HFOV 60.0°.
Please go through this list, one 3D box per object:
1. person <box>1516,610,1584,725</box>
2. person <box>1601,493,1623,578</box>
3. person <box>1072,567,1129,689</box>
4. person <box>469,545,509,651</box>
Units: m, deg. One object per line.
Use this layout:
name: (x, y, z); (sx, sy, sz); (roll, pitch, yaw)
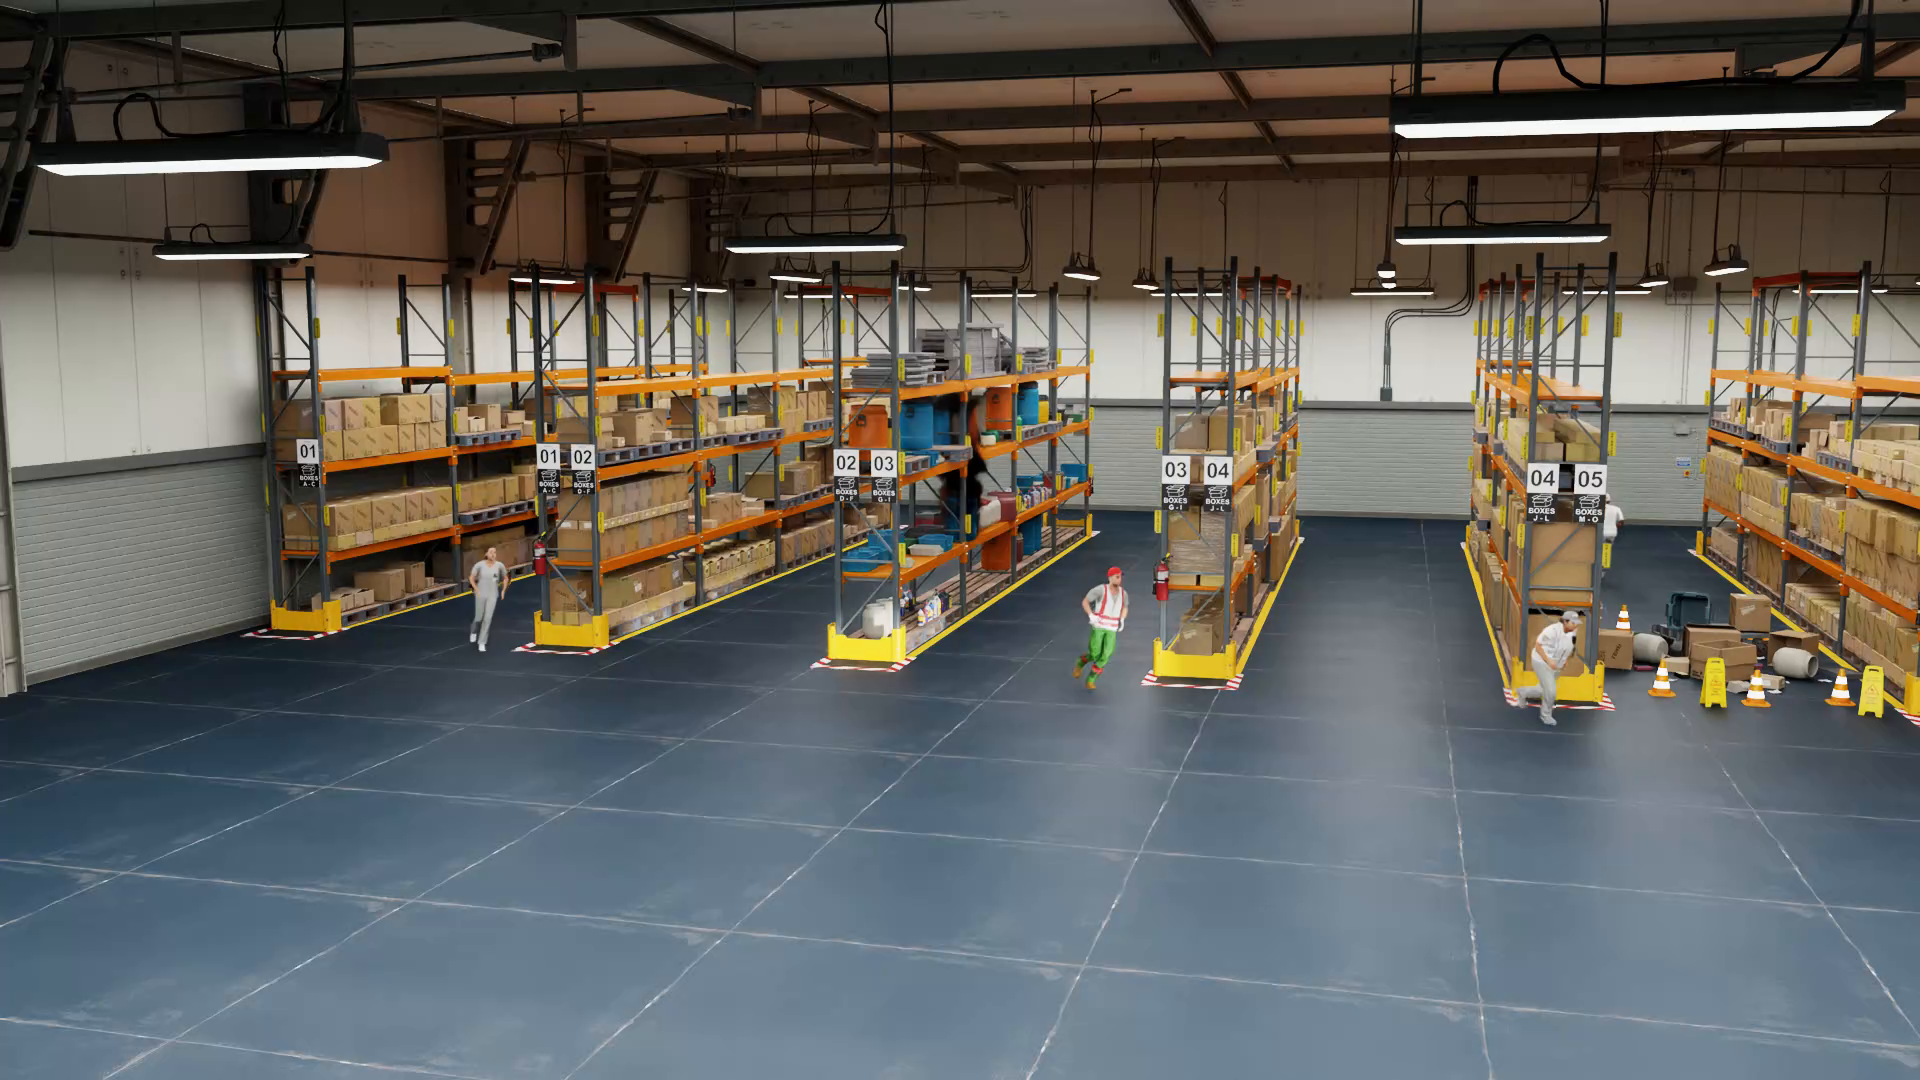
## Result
person: (7.540, 1.592, 21.254); (0.614, 1.500, 0.986); (-3, 8, -25)
person: (12.991, -0.077, 33.489); (0.686, 1.703, 0.753); (2, 7, 13)
person: (2.017, 1.211, 23.376); (0.731, 1.707, 0.621); (-3, 8, -20)
person: (-7.403, 0.886, 26.181); (0.601, 1.641, 0.635); (-3, 8, -23)
